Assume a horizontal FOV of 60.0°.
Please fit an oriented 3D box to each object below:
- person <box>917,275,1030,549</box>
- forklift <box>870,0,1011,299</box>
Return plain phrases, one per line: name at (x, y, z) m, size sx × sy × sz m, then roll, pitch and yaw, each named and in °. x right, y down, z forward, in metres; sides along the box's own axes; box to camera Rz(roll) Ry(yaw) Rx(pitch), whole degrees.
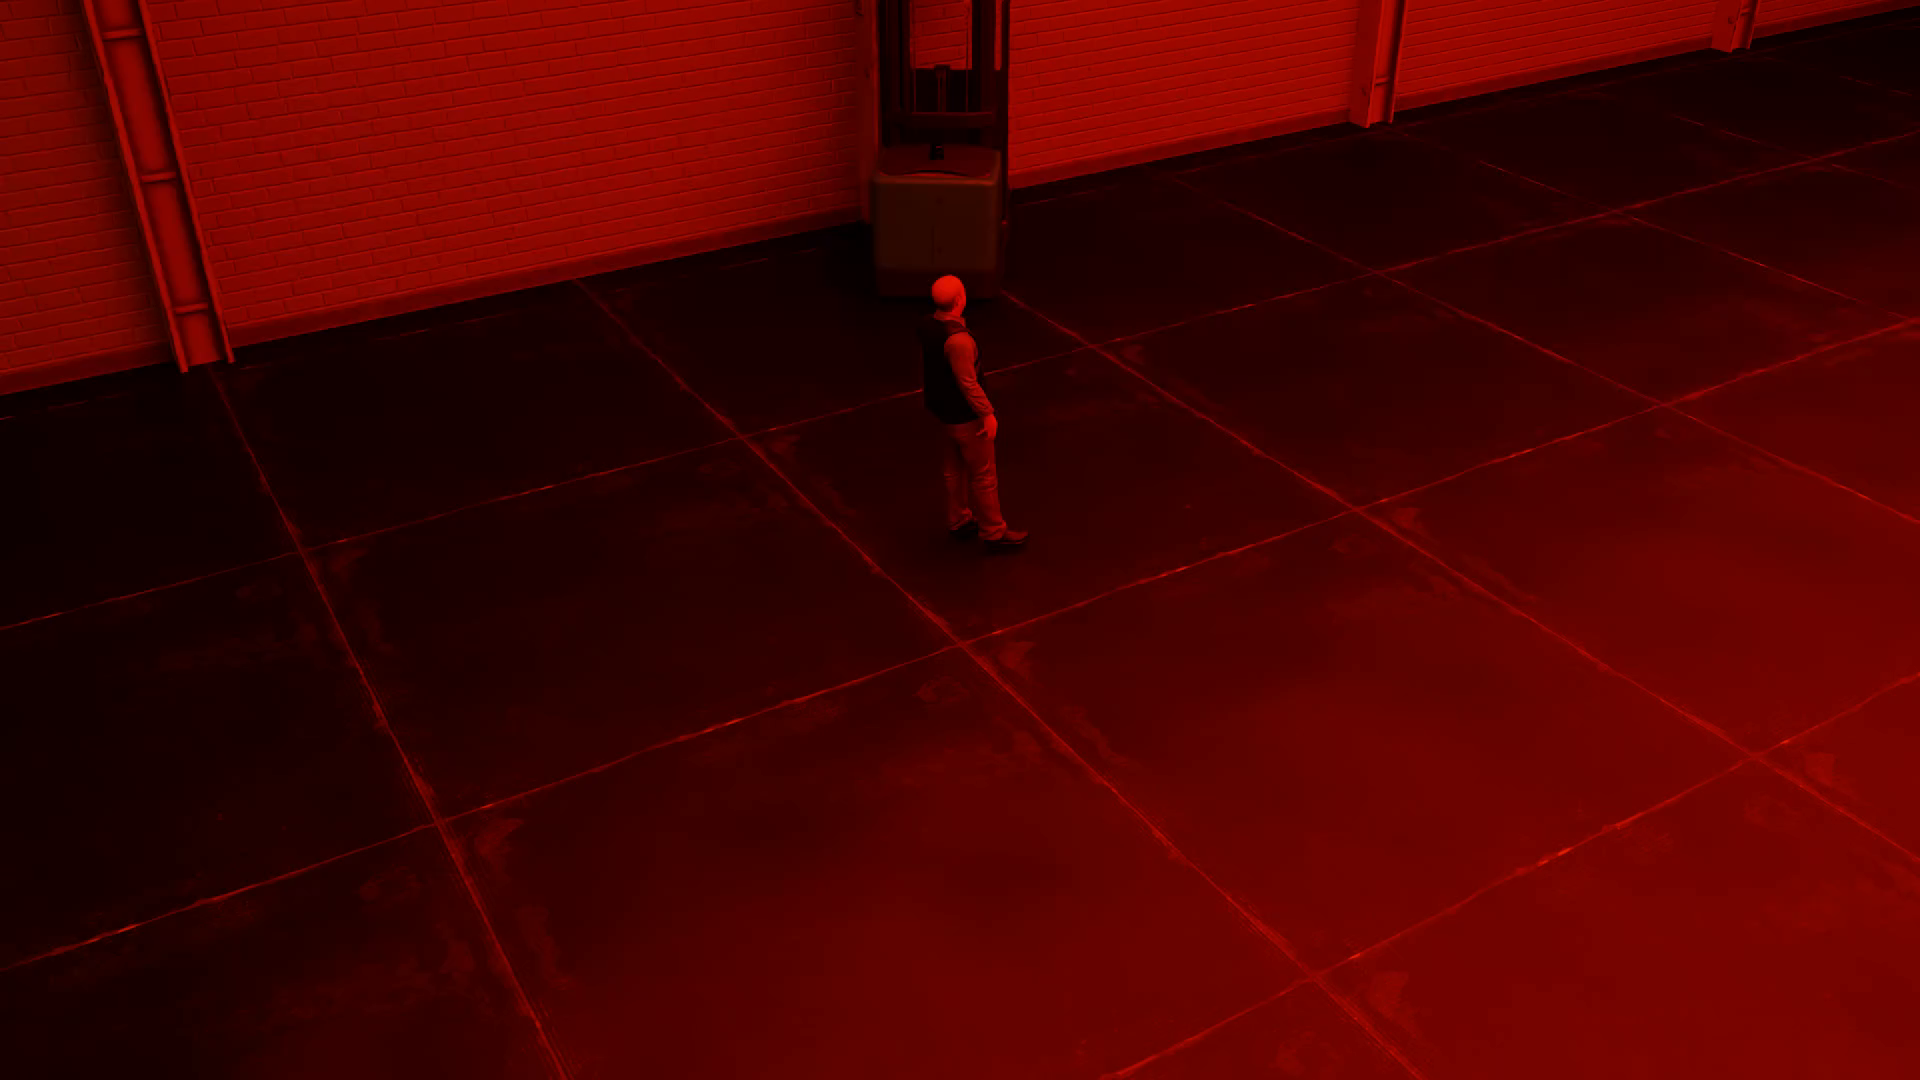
person at (0.057, -0.792, 10.055) m, size 0.568 × 1.720 × 0.632 m, roll -17°, pitch 35°, yaw -26°
forklift at (-0.116, -3.968, 14.274) m, size 1.130 × 2.935 × 3.031 m, roll 2°, pitch 31°, yaw 3°
